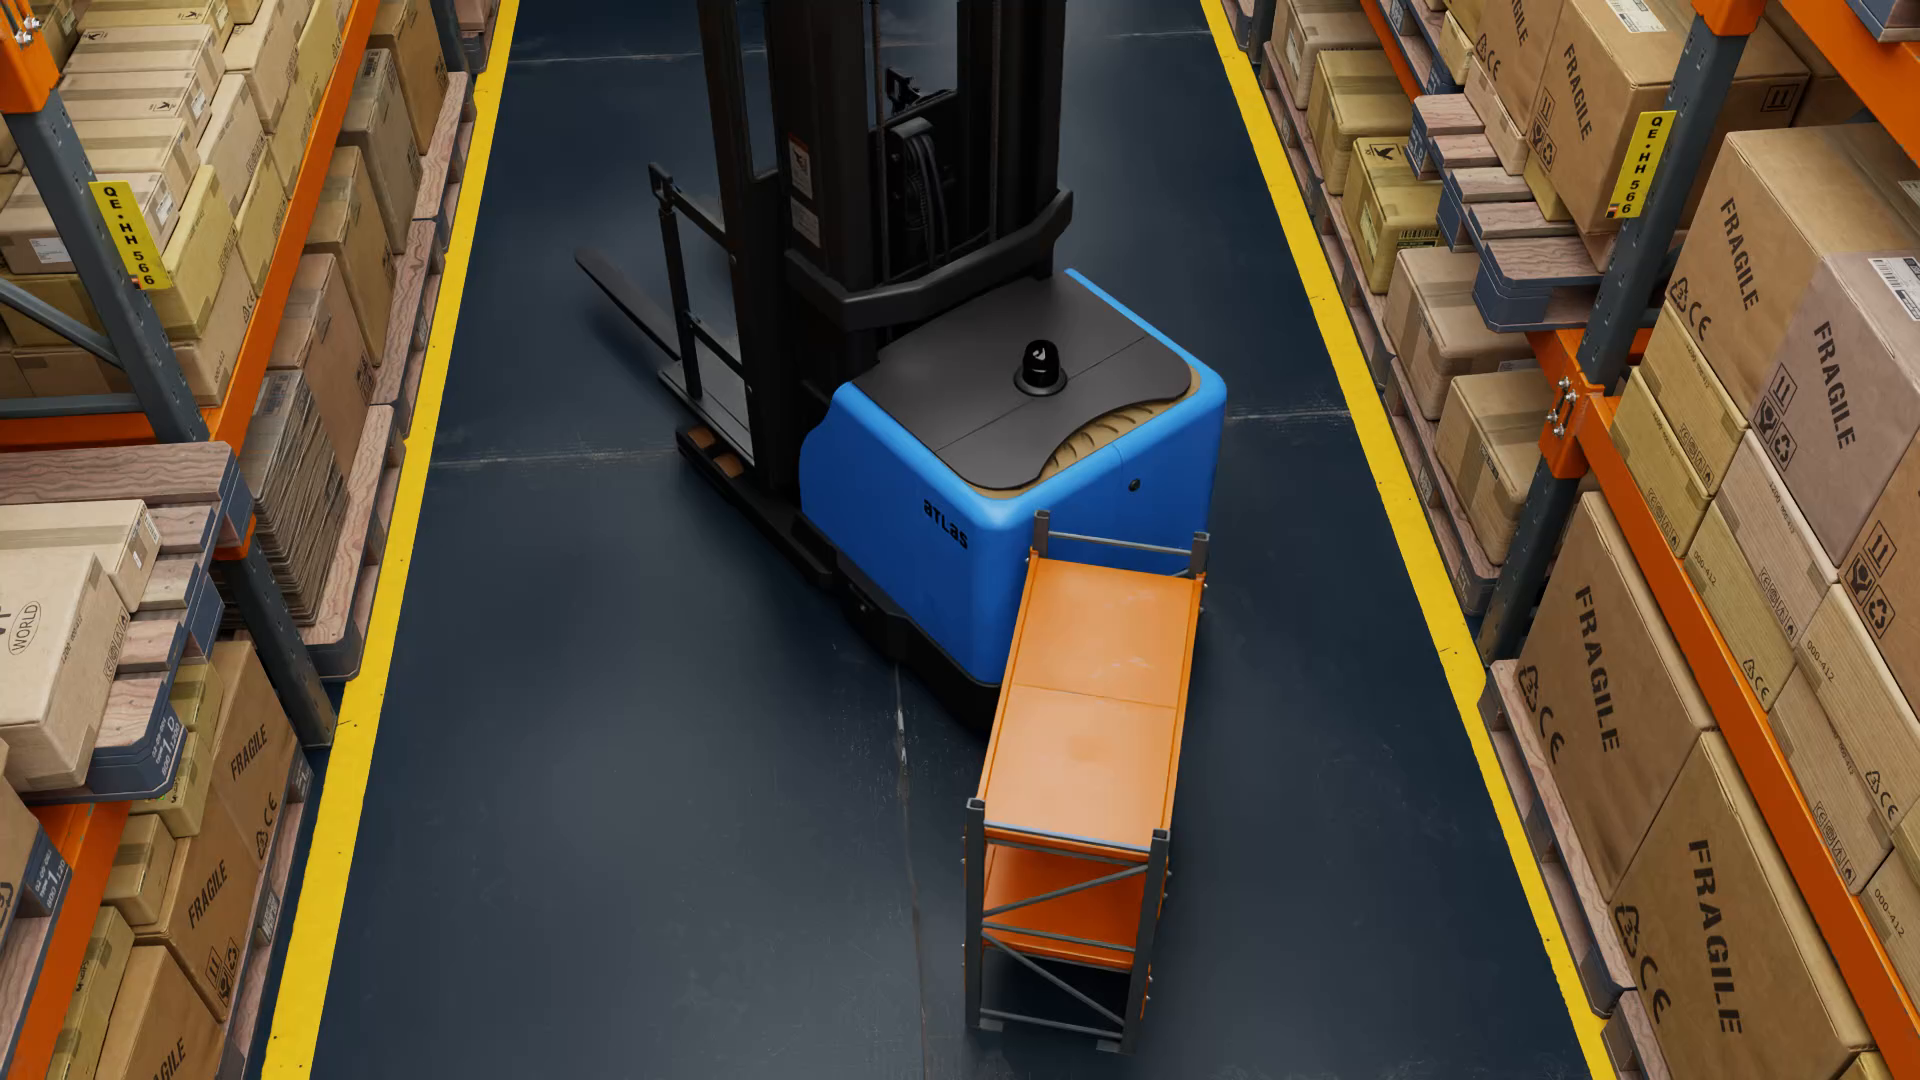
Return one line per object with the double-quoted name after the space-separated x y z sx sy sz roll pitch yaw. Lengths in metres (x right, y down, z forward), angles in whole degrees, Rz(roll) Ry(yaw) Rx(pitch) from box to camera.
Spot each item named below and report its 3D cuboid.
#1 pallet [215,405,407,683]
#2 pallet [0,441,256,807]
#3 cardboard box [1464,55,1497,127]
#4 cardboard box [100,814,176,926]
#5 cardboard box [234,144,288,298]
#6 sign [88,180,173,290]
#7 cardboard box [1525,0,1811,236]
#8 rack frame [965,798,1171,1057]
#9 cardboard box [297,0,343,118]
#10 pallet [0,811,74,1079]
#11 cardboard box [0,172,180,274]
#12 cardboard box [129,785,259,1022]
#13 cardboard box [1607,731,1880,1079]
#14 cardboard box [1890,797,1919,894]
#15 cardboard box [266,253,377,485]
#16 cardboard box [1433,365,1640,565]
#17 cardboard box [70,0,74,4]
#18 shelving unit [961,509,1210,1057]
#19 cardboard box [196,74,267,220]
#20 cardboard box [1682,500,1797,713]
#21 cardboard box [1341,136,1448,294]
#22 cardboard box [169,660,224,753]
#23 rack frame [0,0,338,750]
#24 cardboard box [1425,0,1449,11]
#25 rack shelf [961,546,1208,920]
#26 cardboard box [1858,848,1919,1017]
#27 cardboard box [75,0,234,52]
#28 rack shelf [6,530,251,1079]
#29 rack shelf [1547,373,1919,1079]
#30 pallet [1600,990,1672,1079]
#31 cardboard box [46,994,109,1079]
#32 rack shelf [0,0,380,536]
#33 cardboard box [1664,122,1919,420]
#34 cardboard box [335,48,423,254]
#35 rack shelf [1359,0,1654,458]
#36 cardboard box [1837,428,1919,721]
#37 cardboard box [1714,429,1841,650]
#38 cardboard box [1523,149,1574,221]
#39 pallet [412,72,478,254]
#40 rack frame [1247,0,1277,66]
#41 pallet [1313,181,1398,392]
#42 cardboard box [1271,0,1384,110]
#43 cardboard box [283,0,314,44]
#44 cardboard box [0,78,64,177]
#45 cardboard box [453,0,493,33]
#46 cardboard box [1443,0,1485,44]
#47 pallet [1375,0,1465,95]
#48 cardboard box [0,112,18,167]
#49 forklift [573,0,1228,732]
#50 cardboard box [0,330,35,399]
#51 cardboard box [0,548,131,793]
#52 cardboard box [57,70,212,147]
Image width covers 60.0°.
-2.645 0.013 6.092 1.003 0.211 1.213 -3 47 -3 "pallet"
-2.488 0.204 4.123 1.213 0.211 1.003 -3 47 -3 "pallet"
1.896 -1.485 5.474 0.380 0.149 0.250 -5 47 -5 "cardboard box"
-2.289 0.875 4.341 0.380 0.149 0.250 -5 47 -5 "cardboard box"
-2.446 -0.996 5.231 0.500 0.250 0.500 -4 47 -4 "cardboard box"
-2.075 -0.759 4.160 0.100 0.325 0.005 -3 47 -3 "sign"
2.016 -1.245 4.801 0.500 0.500 0.500 -5 47 -4 "cardboard box"
0.263 1.068 4.464 0.500 1.125 0.032 8 47 8 "rack frame"
-2.537 -1.744 5.939 0.500 0.250 0.500 -2 47 -2 "cardboard box"
-2.447 1.125 3.251 1.003 0.211 1.213 -3 47 -3 "pallet"
-2.348 -0.854 4.477 0.380 0.149 0.250 -2 47 -2 "cardboard box"
-2.334 1.023 4.648 0.500 0.500 0.500 -4 47 -4 "cardboard box"
2.377 1.084 4.331 0.875 0.875 0.875 -3 47 -3 "cardboard box"
2.228 0.712 3.269 0.500 0.250 0.500 -3 47 -3 "cardboard box"
-2.716 -0.600 6.099 0.875 0.625 0.625 -2 47 -2 "cardboard box"
2.294 -0.302 5.991 0.950 0.372 0.625 -6 47 -6 "cardboard box"
-3.076 -1.745 5.321 0.380 0.149 0.250 -4 47 -4 "cardboard box"
0.362 0.705 4.807 0.538 1.125 1.048 8 47 8 "shelving unit"
-2.449 -1.166 5.048 0.500 0.250 0.500 -2 47 -2 "cardboard box"
2.182 0.139 4.156 0.500 0.250 0.500 -5 47 -4 "cardboard box"
2.166 -1.385 7.016 0.950 0.372 0.625 -2 47 -2 "cardboard box"
-2.321 0.486 4.709 0.380 0.149 0.250 -6 47 -5 "cardboard box"
-2.615 -0.348 4.514 1.000 3.000 0.127 -3 47 -3 "rack frame"
1.861 -2.049 6.009 0.380 0.149 0.250 -5 47 -5 "cardboard box"
0.362 0.504 4.594 0.538 0.278 1.000 8 47 8 "rack shelf"
2.265 0.876 3.458 0.500 0.250 0.500 -3 47 -3 "cardboard box"
-2.504 -1.600 5.183 0.380 0.149 0.250 -3 47 -3 "cardboard box"
-2.447 1.346 3.404 1.077 0.370 4.000 -3 47 -3 "rack shelf"
2.499 1.042 3.693 1.077 0.370 4.000 -3 47 -3 "rack shelf"
2.421 1.762 4.436 1.003 0.211 1.213 -3 47 -3 "pallet"
-2.291 1.249 3.987 0.380 0.149 0.250 -4 47 -4 "cardboard box"
-2.782 -1.548 6.145 1.077 0.370 4.000 -3 47 -3 "rack shelf"
2.129 -0.659 4.050 0.500 0.500 0.500 -5 47 -5 "cardboard box"
-2.838 -1.631 7.075 0.875 0.625 0.625 -4 47 -4 "cardboard box"
2.164 -1.852 6.433 1.077 0.370 4.000 -3 47 -3 "rack shelf"
2.208 0.075 3.356 0.500 0.500 0.500 -2 47 -2 "cardboard box"
2.170 -0.017 3.959 0.500 0.250 0.500 -2 47 -2 "cardboard box"
1.975 -1.123 5.131 0.380 0.149 0.250 -3 47 -3 "cardboard box"
-2.849 -1.752 7.764 1.003 0.211 1.213 -3 47 -3 "pallet"
1.996 -3.546 7.543 1.000 3.000 0.127 -3 47 -3 "rack frame"
2.168 -1.140 7.184 1.003 0.211 1.213 -3 47 -3 "pallet"
2.043 -2.408 7.985 0.950 0.372 0.625 -3 47 -3 "cardboard box"
-2.543 -1.914 5.756 0.500 0.250 0.500 -3 47 -3 "cardboard box"
-2.974 -1.146 5.029 0.500 0.250 0.500 -3 47 -3 "cardboard box"
-2.660 -2.811 8.451 0.500 0.250 0.500 -3 47 -3 "cardboard box"
1.918 -1.984 5.500 0.500 0.500 0.500 -6 47 -6 "cardboard box"
2.125 -2.016 6.226 1.003 0.211 1.213 -3 47 -3 "pallet"
-2.938 -1.202 4.807 0.380 0.149 0.250 -4 47 -3 "cardboard box"
-0.448 -1.383 5.541 1.130 2.935 3.031 -30 54 -26 "forklift"
-2.907 -0.606 4.861 0.500 0.250 0.500 -4 47 -4 "cardboard box"
-2.204 0.303 3.711 0.500 0.250 0.500 -5 47 -5 "cardboard box"
-2.419 -1.231 4.835 0.380 0.149 0.250 -2 47 -2 "cardboard box"
